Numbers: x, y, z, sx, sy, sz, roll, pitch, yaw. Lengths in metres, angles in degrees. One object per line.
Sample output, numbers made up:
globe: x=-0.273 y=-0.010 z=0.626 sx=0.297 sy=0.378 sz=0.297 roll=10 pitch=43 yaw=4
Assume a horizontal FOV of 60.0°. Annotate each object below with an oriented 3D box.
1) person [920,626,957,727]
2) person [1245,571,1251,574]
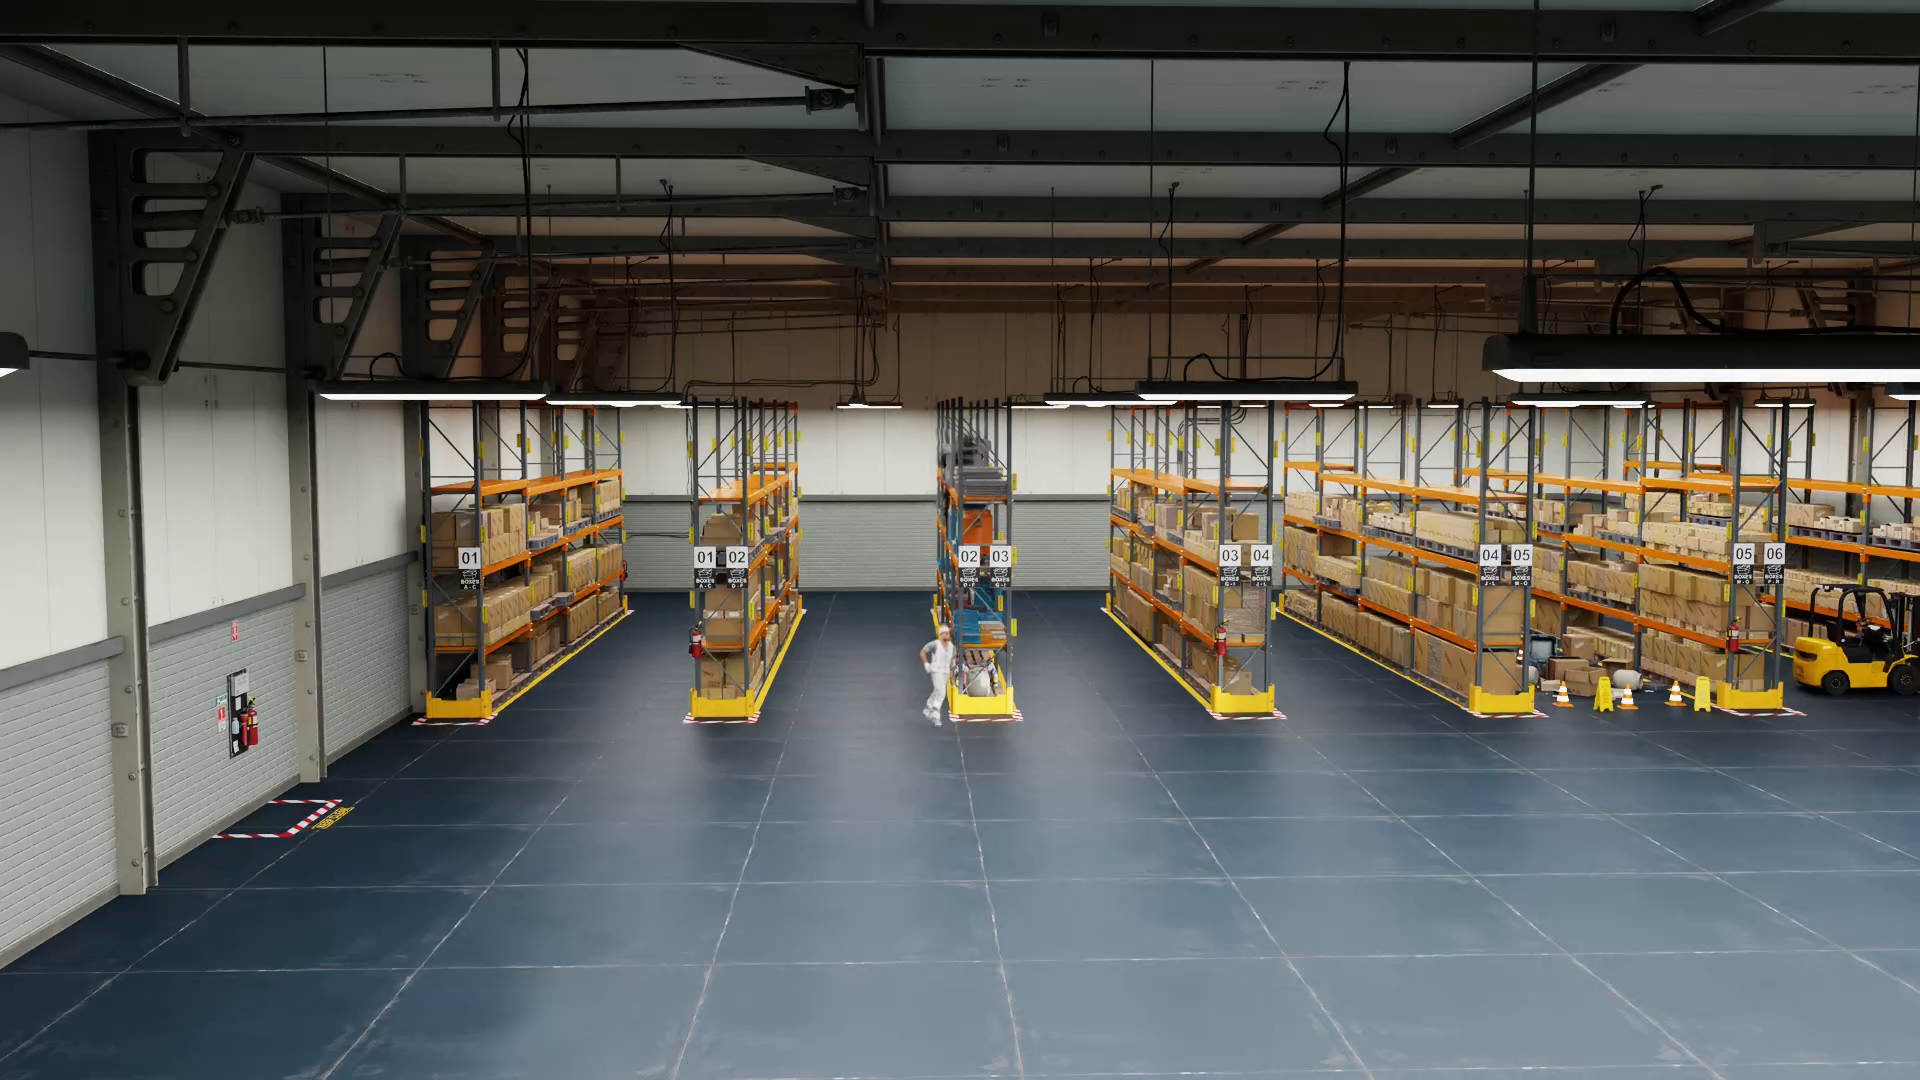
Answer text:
person: x=-0.350 y=2.490 z=30.573 sx=0.660 sy=1.819 sz=0.707 roll=-4 pitch=6 yaw=-43
person: x=7.958 y=1.298 z=47.327 sx=0.762 sy=1.577 sz=0.749 roll=1 pitch=5 yaw=12
